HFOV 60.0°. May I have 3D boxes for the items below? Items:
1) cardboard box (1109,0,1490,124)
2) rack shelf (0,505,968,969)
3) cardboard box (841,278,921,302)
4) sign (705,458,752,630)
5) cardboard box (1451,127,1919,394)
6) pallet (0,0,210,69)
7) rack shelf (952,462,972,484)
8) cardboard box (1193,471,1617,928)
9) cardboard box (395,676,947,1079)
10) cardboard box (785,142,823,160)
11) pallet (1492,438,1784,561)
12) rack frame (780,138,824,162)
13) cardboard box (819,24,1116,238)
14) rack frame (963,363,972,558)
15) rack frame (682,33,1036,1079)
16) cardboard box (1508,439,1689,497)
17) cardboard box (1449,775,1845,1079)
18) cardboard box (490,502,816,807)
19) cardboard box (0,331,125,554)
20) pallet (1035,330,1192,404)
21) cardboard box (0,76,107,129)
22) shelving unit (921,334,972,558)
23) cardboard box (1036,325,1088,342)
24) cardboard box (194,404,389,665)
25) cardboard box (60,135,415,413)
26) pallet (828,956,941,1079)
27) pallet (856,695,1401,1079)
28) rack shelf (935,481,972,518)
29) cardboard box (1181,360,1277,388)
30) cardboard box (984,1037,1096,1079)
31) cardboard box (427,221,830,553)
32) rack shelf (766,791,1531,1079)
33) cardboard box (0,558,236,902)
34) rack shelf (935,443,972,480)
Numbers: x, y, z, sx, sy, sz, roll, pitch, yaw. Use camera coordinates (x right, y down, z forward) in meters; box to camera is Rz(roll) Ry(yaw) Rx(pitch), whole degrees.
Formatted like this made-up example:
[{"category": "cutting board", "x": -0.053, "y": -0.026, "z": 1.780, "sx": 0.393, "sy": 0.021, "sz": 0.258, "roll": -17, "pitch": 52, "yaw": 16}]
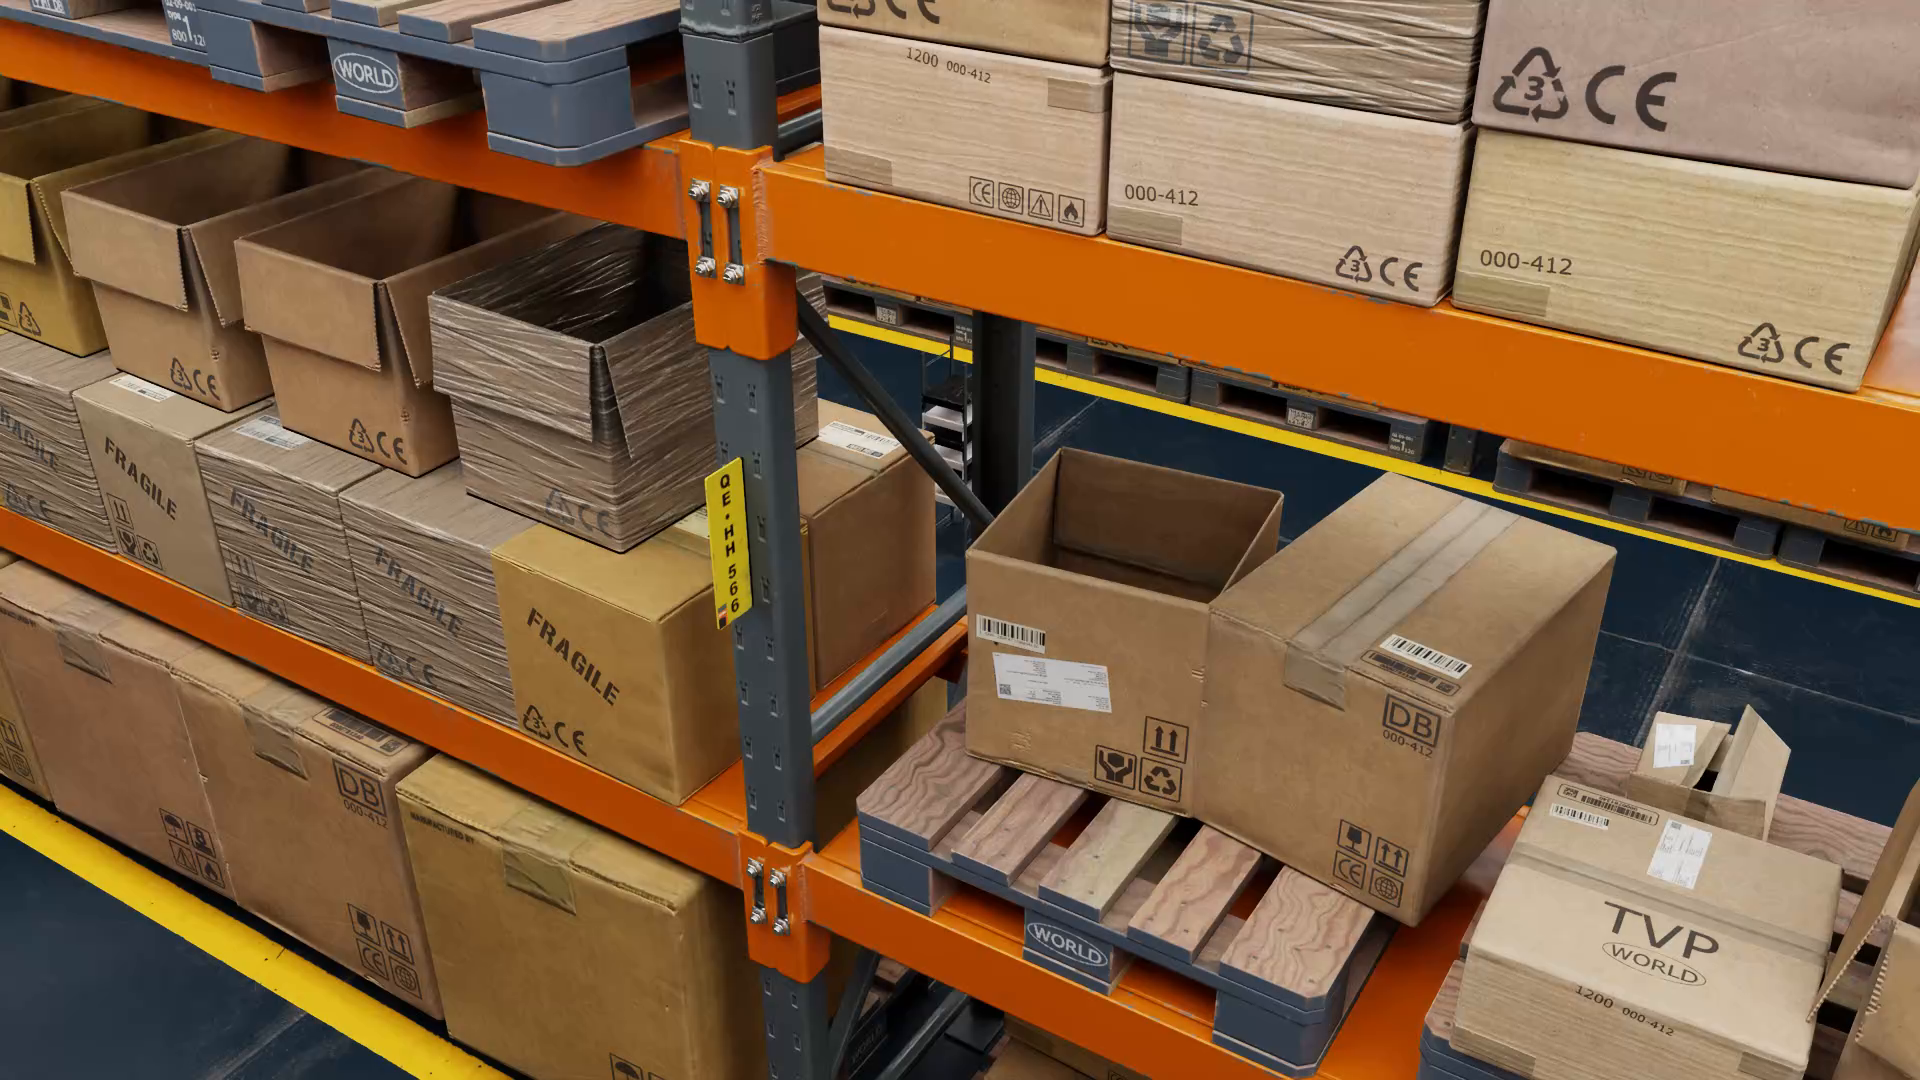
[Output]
[{"category": "cardboard box", "x": 0.550, "y": -0.910, "z": 2.261, "sx": 0.500, "sy": 0.500, "sz": 0.500, "roll": 18, "pitch": 35, "yaw": 28}, {"category": "rack shelf", "x": -1.833, "y": 0.047, "z": 4.907, "sx": 4.000, "sy": 0.370, "sz": 1.077, "roll": 18, "pitch": 35, "yaw": 27}, {"category": "cardboard box", "x": -0.319, "y": -1.680, "z": 9.217, "sx": 0.500, "sy": 0.500, "sz": 0.500, "roll": 19, "pitch": 35, "yaw": 29}, {"category": "sign", "x": -0.431, "y": 0.009, "z": 3.108, "sx": 0.005, "sy": 0.325, "sz": 0.100, "roll": 18, "pitch": 35, "yaw": 27}, {"category": "cardboard box", "x": 0.999, "y": -0.453, "z": 2.222, "sx": 0.500, "sy": 0.250, "sz": 0.500, "roll": 18, "pitch": 35, "yaw": 28}, {"category": "pallet", "x": -1.661, "y": -1.390, "z": 3.867, "sx": 1.213, "sy": 0.211, "sz": 1.003, "roll": 19, "pitch": 35, "yaw": 30}, {"category": "rack shelf", "x": -0.007, "y": -0.284, "z": 7.089, "sx": 0.200, "sy": 0.077, "sz": 0.258, "roll": 18, "pitch": 35, "yaw": 27}, {"category": "cardboard box", "x": 0.866, "y": 0.282, "z": 3.274, "sx": 0.500, "sy": 0.500, "sz": 0.700, "roll": 23, "pitch": 38, "yaw": 34}, {"category": "cardboard box", "x": -0.712, "y": 0.814, "z": 4.569, "sx": 0.875, "sy": 0.875, "sz": 1.225, "roll": 16, "pitch": 34, "yaw": 25}, {"category": "cardboard box", "x": -0.986, "y": -2.277, "z": 9.999, "sx": 0.250, "sy": 0.149, "sz": 0.380, "roll": 19, "pitch": 35, "yaw": 29}, {"category": "pallet", "x": 3.211, "y": -0.370, "z": 7.675, "sx": 1.213, "sy": 0.211, "sz": 1.003, "roll": 18, "pitch": 35, "yaw": 27}, {"category": "rack frame", "x": -0.804, "y": -2.890, "z": 9.226, "sx": 0.127, "sy": 3.000, "sz": 1.000, "roll": 18, "pitch": 35, "yaw": 27}, {"category": "cardboard box", "x": 0.124, "y": -0.724, "z": 2.687, "sx": 0.500, "sy": 0.250, "sz": 0.500, "roll": 18, "pitch": 35, "yaw": 28}, {"category": "rack frame", "x": 0.079, "y": -0.364, "z": 6.980, "sx": 0.006, "sy": 0.900, "sz": 0.240, "roll": 18, "pitch": 35, "yaw": 27}, {"category": "rack frame", "x": -0.139, "y": 0.272, "z": 3.807, "sx": 0.127, "sy": 3.000, "sz": 1.000, "roll": 18, "pitch": 35, "yaw": 27}, {"category": "cardboard box", "x": 3.052, "y": -0.826, "z": 7.505, "sx": 0.750, "sy": 0.750, "sz": 1.050, "roll": 17, "pitch": 34, "yaw": 27}, {"category": "cardboard box", "x": 1.158, "y": 0.702, "z": 2.801, "sx": 0.500, "sy": 0.250, "sz": 0.500, "roll": 17, "pitch": 34, "yaw": 26}, {"category": "cardboard box", "x": -0.689, "y": 0.202, "z": 3.827, "sx": 0.500, "sy": 0.500, "sz": 0.500, "roll": 19, "pitch": 35, "yaw": 29}, {"category": "cardboard box", "x": -2.420, "y": -0.344, "z": 4.764, "sx": 0.500, "sy": 0.500, "sz": 0.500, "roll": 17, "pitch": 34, "yaw": 26}, {"category": "pallet", "x": 0.893, "y": -1.151, "z": 9.013, "sx": 1.213, "sy": 0.211, "sz": 1.003, "roll": 18, "pitch": 35, "yaw": 27}, {"category": "cardboard box", "x": -2.981, "y": -1.109, "z": 5.079, "sx": 0.637, "sy": 0.503, "sz": 0.797, "roll": 17, "pitch": 34, "yaw": 26}, {"category": "shelving unit", "x": -0.007, "y": -0.391, "z": 7.027, "sx": 0.210, "sy": 0.900, "sz": 0.258, "roll": 18, "pitch": 35, "yaw": 27}, {"category": "cardboard box", "x": 0.580, "y": -1.405, "z": 8.745, "sx": 0.500, "sy": 0.500, "sz": 0.500, "roll": 18, "pitch": 35, "yaw": 28}, {"category": "cardboard box", "x": -1.549, "y": -0.072, "z": 4.297, "sx": 0.500, "sy": 0.500, "sz": 0.500, "roll": 16, "pitch": 34, "yaw": 26}, {"category": "cardboard box", "x": -1.871, "y": -0.760, "z": 4.481, "sx": 0.637, "sy": 0.503, "sz": 0.797, "roll": 19, "pitch": 35, "yaw": 29}, {"category": "pallet", "x": -0.766, "y": 1.233, "z": 4.927, "sx": 1.213, "sy": 0.211, "sz": 1.003, "roll": 18, "pitch": 35, "yaw": 27}, {"category": "pallet", "x": 0.521, "y": 0.500, "z": 3.606, "sx": 1.003, "sy": 0.211, "sz": 1.213, "roll": 18, "pitch": 35, "yaw": 27}, {"category": "rack shelf", "x": -0.007, "y": -0.207, "z": 7.134, "sx": 0.200, "sy": 0.077, "sz": 0.258, "roll": 18, "pitch": 35, "yaw": 27}, {"category": "cardboard box", "x": 1.450, "y": -1.125, "z": 8.266, "sx": 0.500, "sy": 0.500, "sz": 0.500, "roll": 19, "pitch": 35, "yaw": 29}, {"category": "cardboard box", "x": 0.439, "y": 1.332, "z": 4.033, "sx": 0.500, "sy": 0.500, "sz": 0.700, "roll": 16, "pitch": 34, "yaw": 25}, {"category": "cardboard box", "x": -0.749, "y": -0.407, "z": 3.877, "sx": 0.637, "sy": 0.503, "sz": 0.797, "roll": 19, "pitch": 35, "yaw": 29}, {"category": "rack shelf", "x": 1.555, "y": 1.118, "z": 3.070, "sx": 4.000, "sy": 0.370, "sz": 1.077, "roll": 18, "pitch": 35, "yaw": 27}, {"category": "cardboard box", "x": -2.217, "y": 0.339, "z": 5.385, "sx": 0.875, "sy": 0.875, "sz": 1.225, "roll": 16, "pitch": 34, "yaw": 26}, {"category": "rack shelf", "x": -0.007, "y": -0.362, "z": 7.044, "sx": 0.200, "sy": 0.077, "sz": 0.258, "roll": 18, "pitch": 35, "yaw": 27}]
